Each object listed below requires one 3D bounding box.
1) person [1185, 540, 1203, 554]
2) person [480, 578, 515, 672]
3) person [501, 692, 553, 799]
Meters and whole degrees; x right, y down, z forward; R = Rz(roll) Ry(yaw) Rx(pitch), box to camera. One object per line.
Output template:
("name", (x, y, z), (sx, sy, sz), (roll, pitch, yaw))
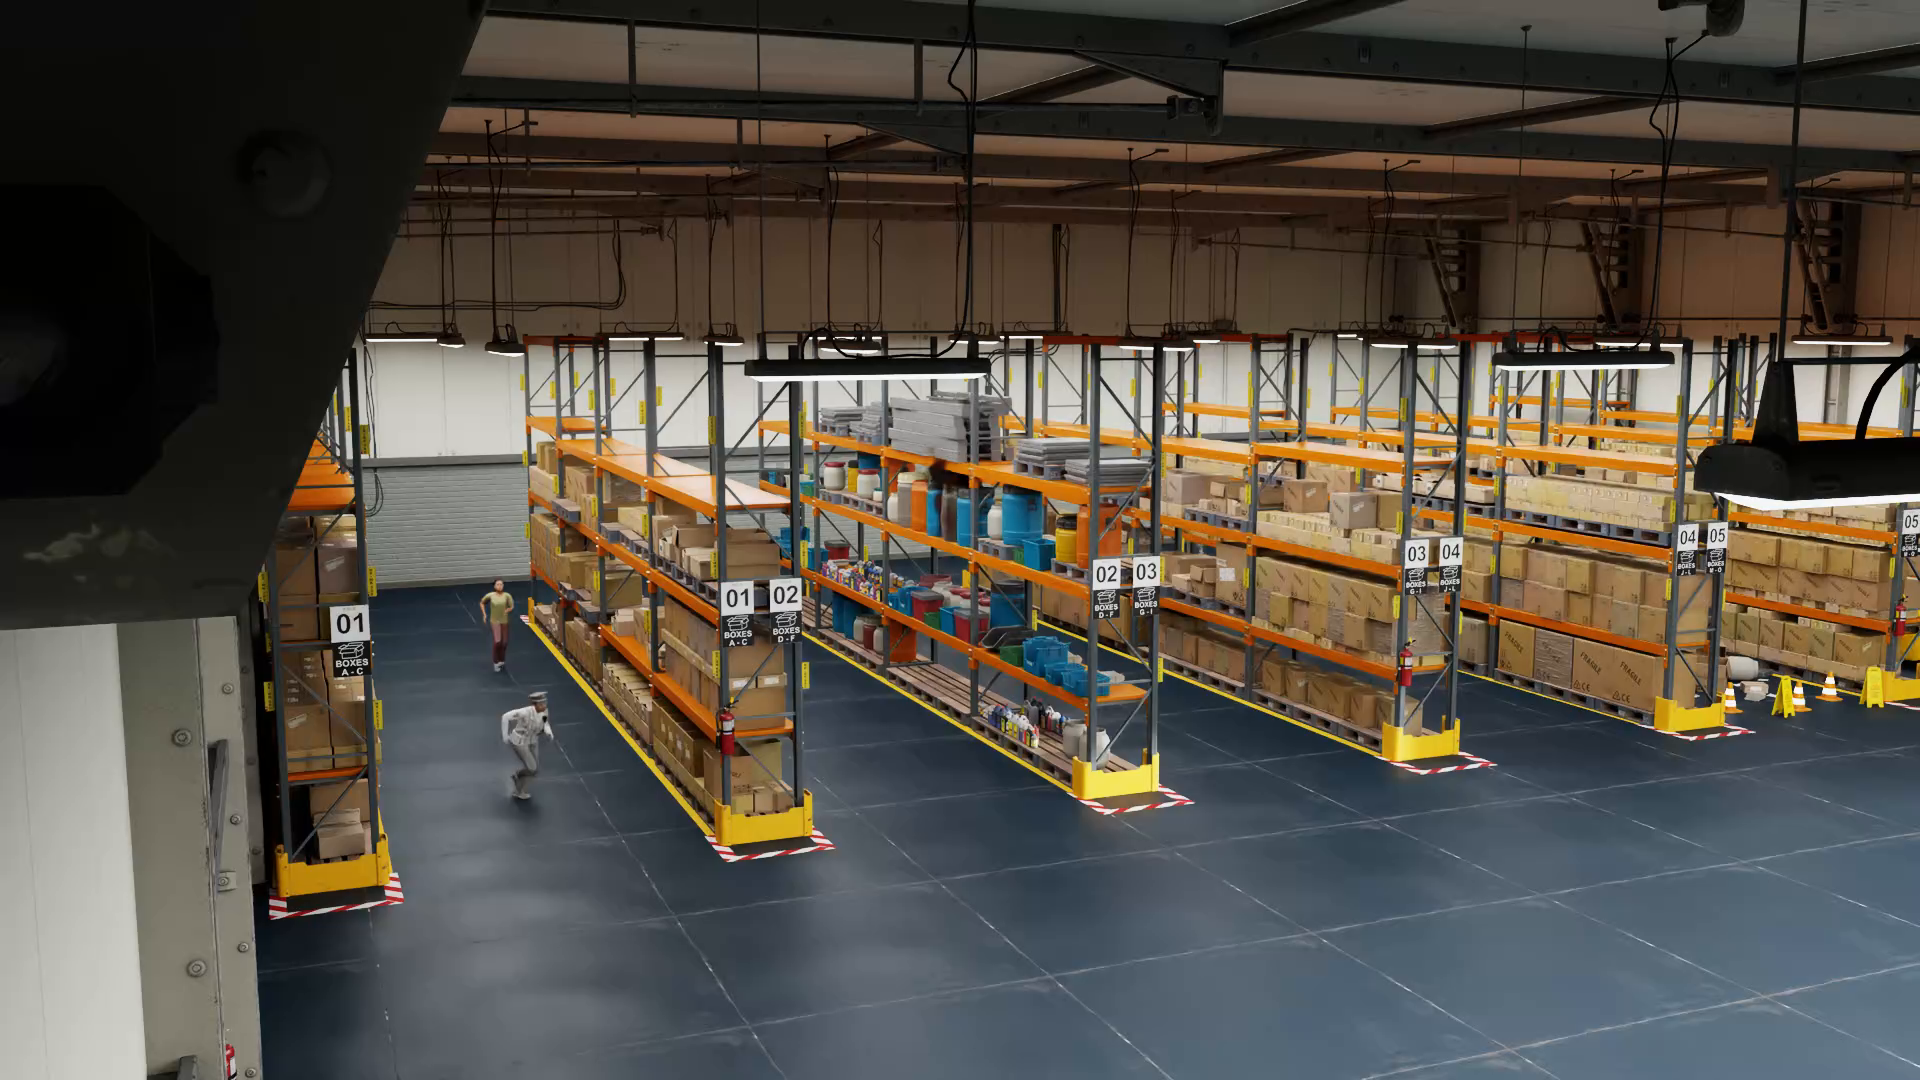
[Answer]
("person", (6.101, -0.247, 43.550), (0.540, 1.570, 0.783), (6, 10, 38))
("person", (-8.306, 1.523, 29.985), (0.563, 1.688, 0.688), (-4, 9, -29))
("person", (-5.676, 2.707, 21.785), (0.794, 1.499, 0.654), (6, 10, 38))
